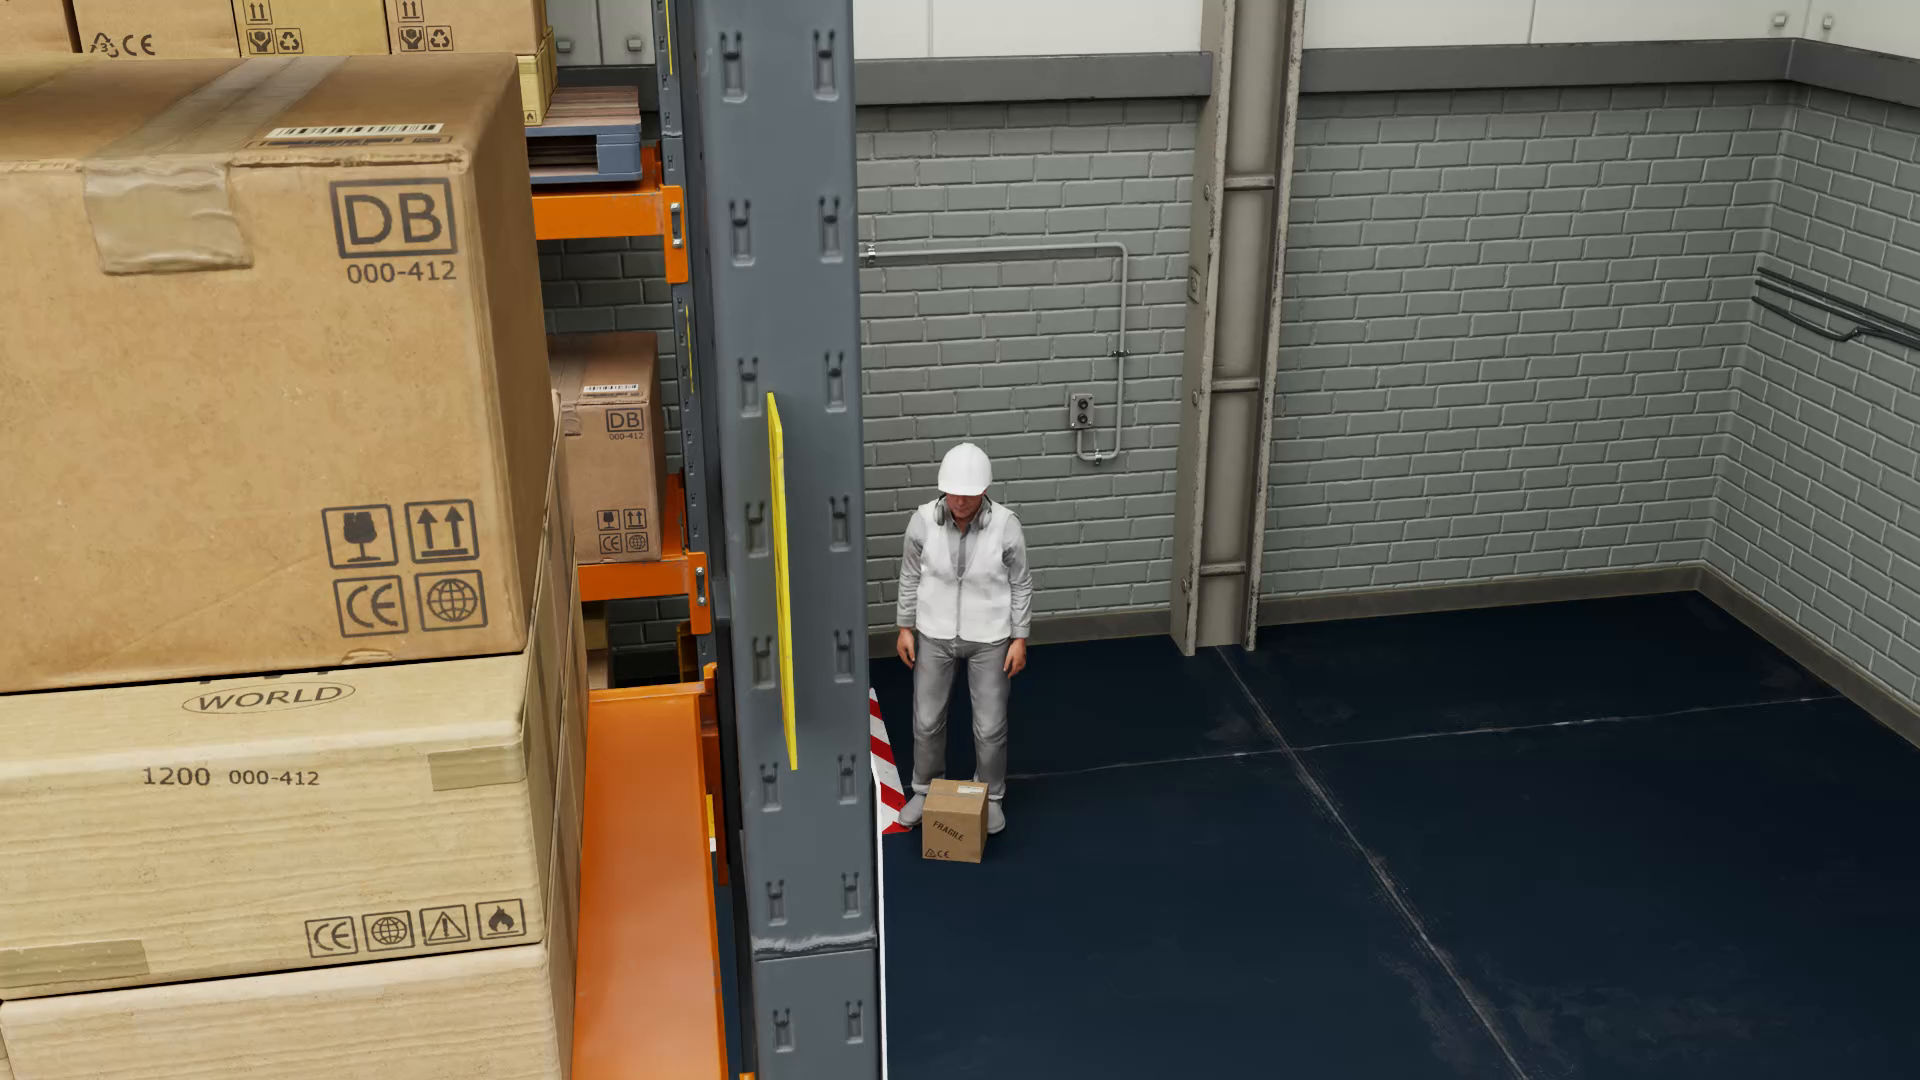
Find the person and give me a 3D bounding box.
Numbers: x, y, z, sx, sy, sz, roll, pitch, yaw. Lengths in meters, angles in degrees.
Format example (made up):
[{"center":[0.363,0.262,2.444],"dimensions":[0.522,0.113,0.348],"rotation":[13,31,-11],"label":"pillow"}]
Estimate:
[{"center":[0.015,0.410,7.109],"dimensions":[0.580,1.768,0.462],"rotation":[4,24,10],"label":"person"}]
